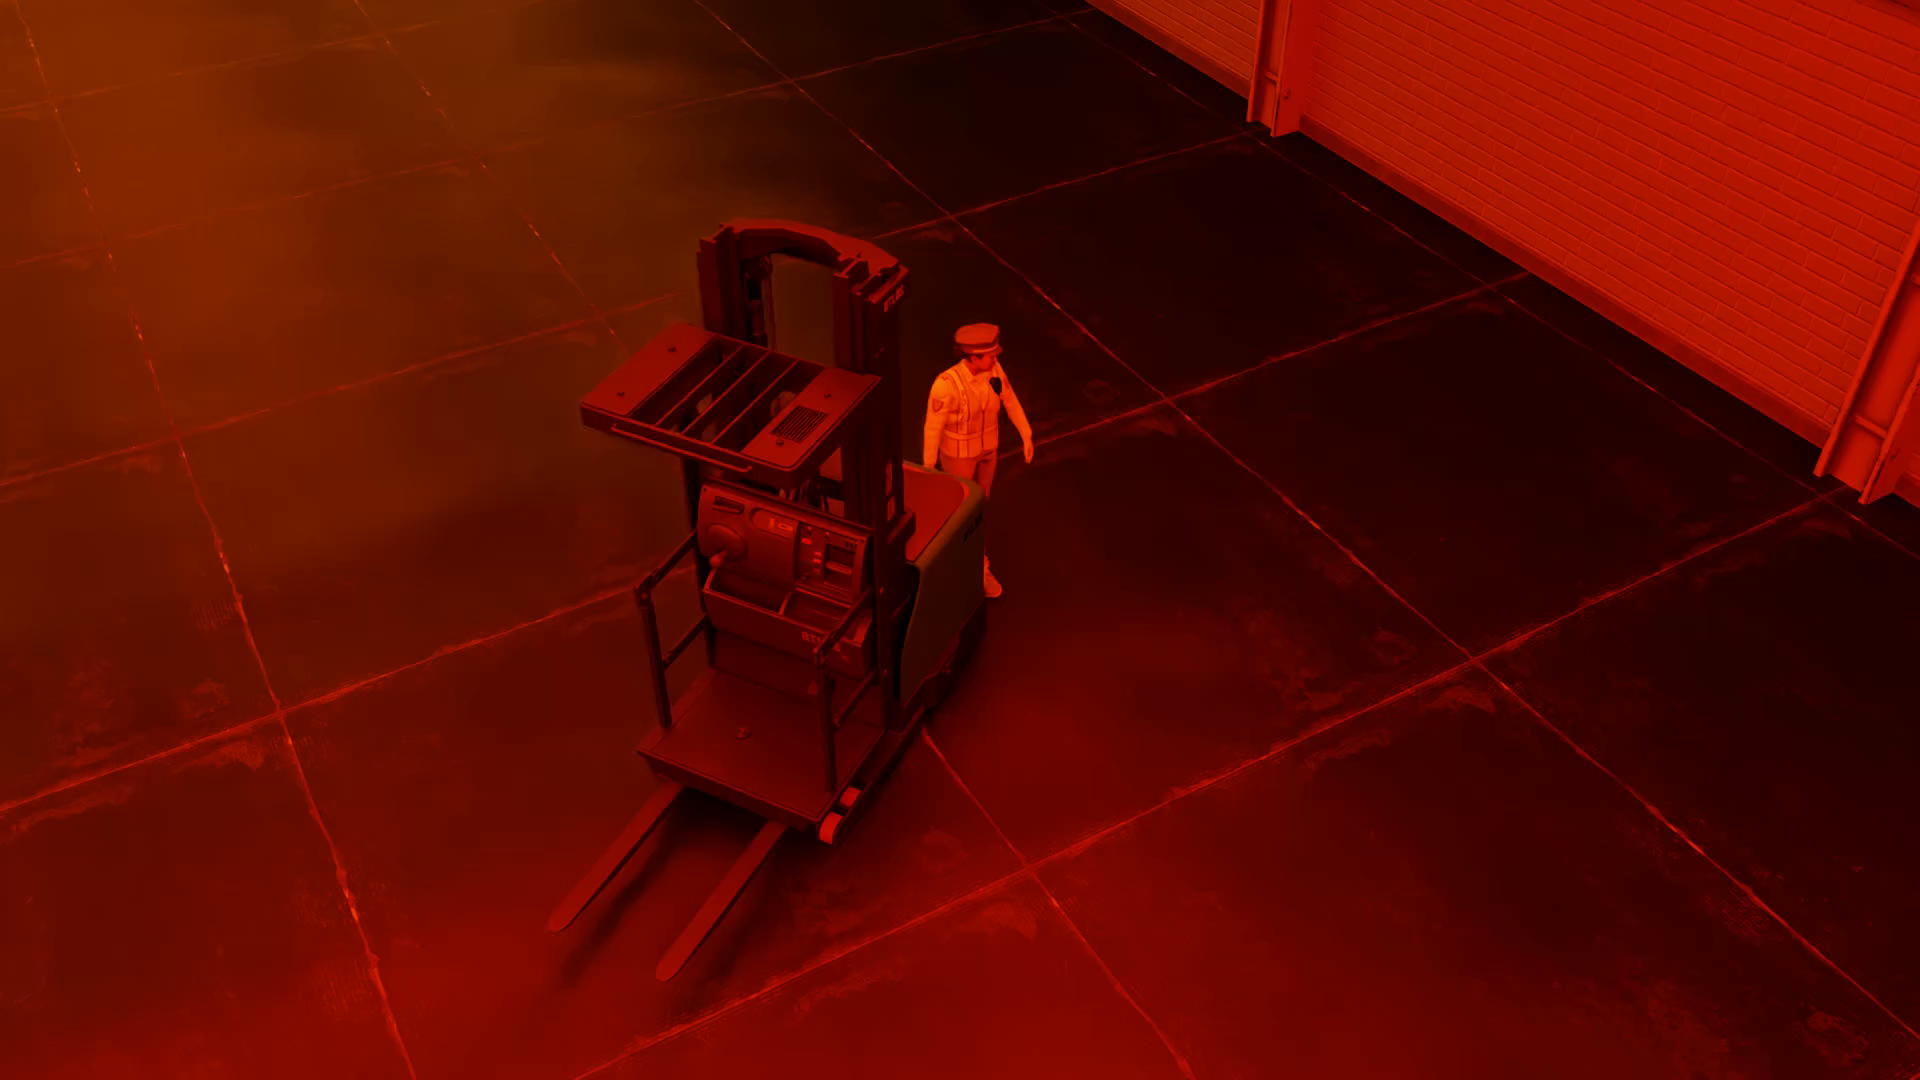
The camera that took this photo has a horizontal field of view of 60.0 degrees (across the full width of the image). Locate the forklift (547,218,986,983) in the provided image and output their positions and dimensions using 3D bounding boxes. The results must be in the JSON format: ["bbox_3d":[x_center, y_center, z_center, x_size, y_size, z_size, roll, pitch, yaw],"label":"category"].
[{"bbox_3d":[-0.962,0.097,7.920,1.130,2.935,3.031,18,43,20],"label":"forklift"}]

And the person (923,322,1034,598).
[{"bbox_3d":[0.126,-0.483,9.632,0.641,1.644,0.668,-26,46,-28],"label":"person"}]
